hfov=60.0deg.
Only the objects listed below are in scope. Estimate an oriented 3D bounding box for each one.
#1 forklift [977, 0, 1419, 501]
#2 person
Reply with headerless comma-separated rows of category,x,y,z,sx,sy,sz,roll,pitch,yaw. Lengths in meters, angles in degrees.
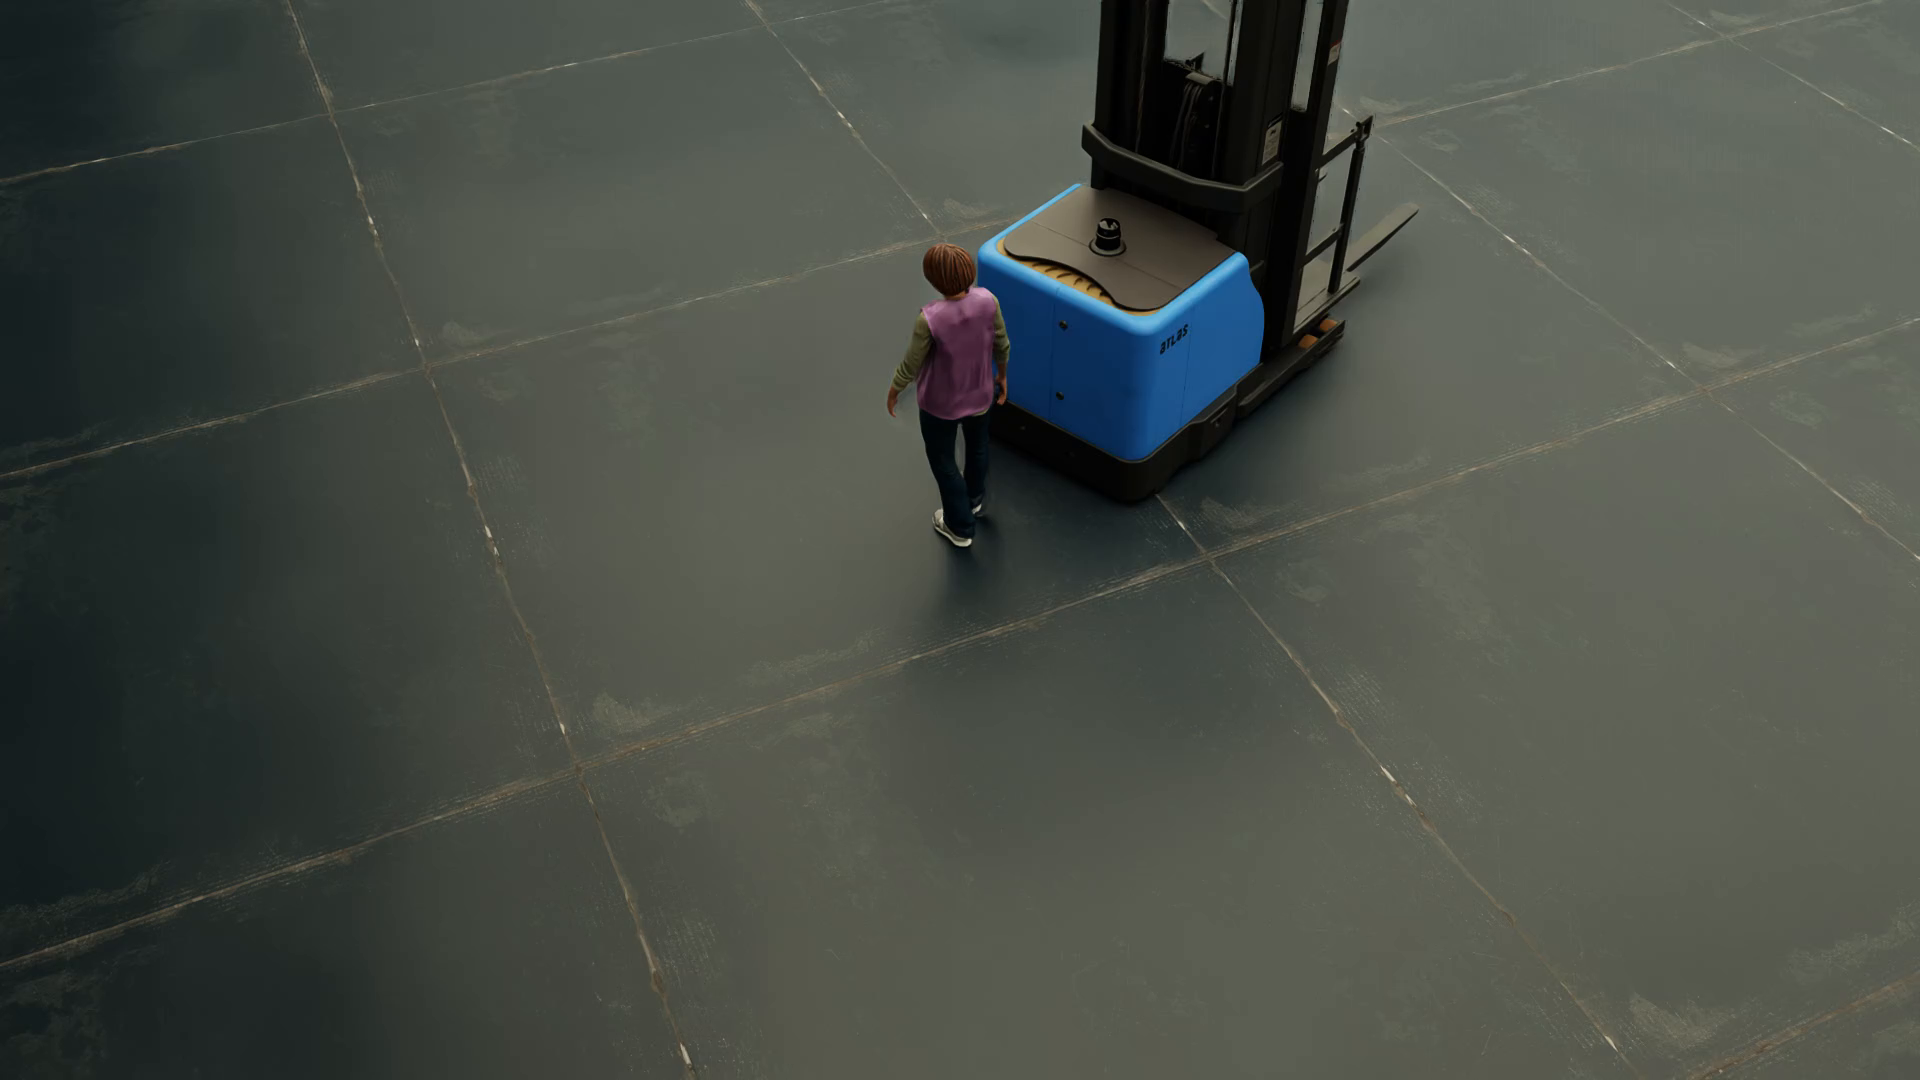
forklift,1.405,-2.193,8.030,1.130,2.935,3.031,30,51,28
person,-0.064,-0.669,7.383,0.542,1.589,0.476,-20,47,-20
